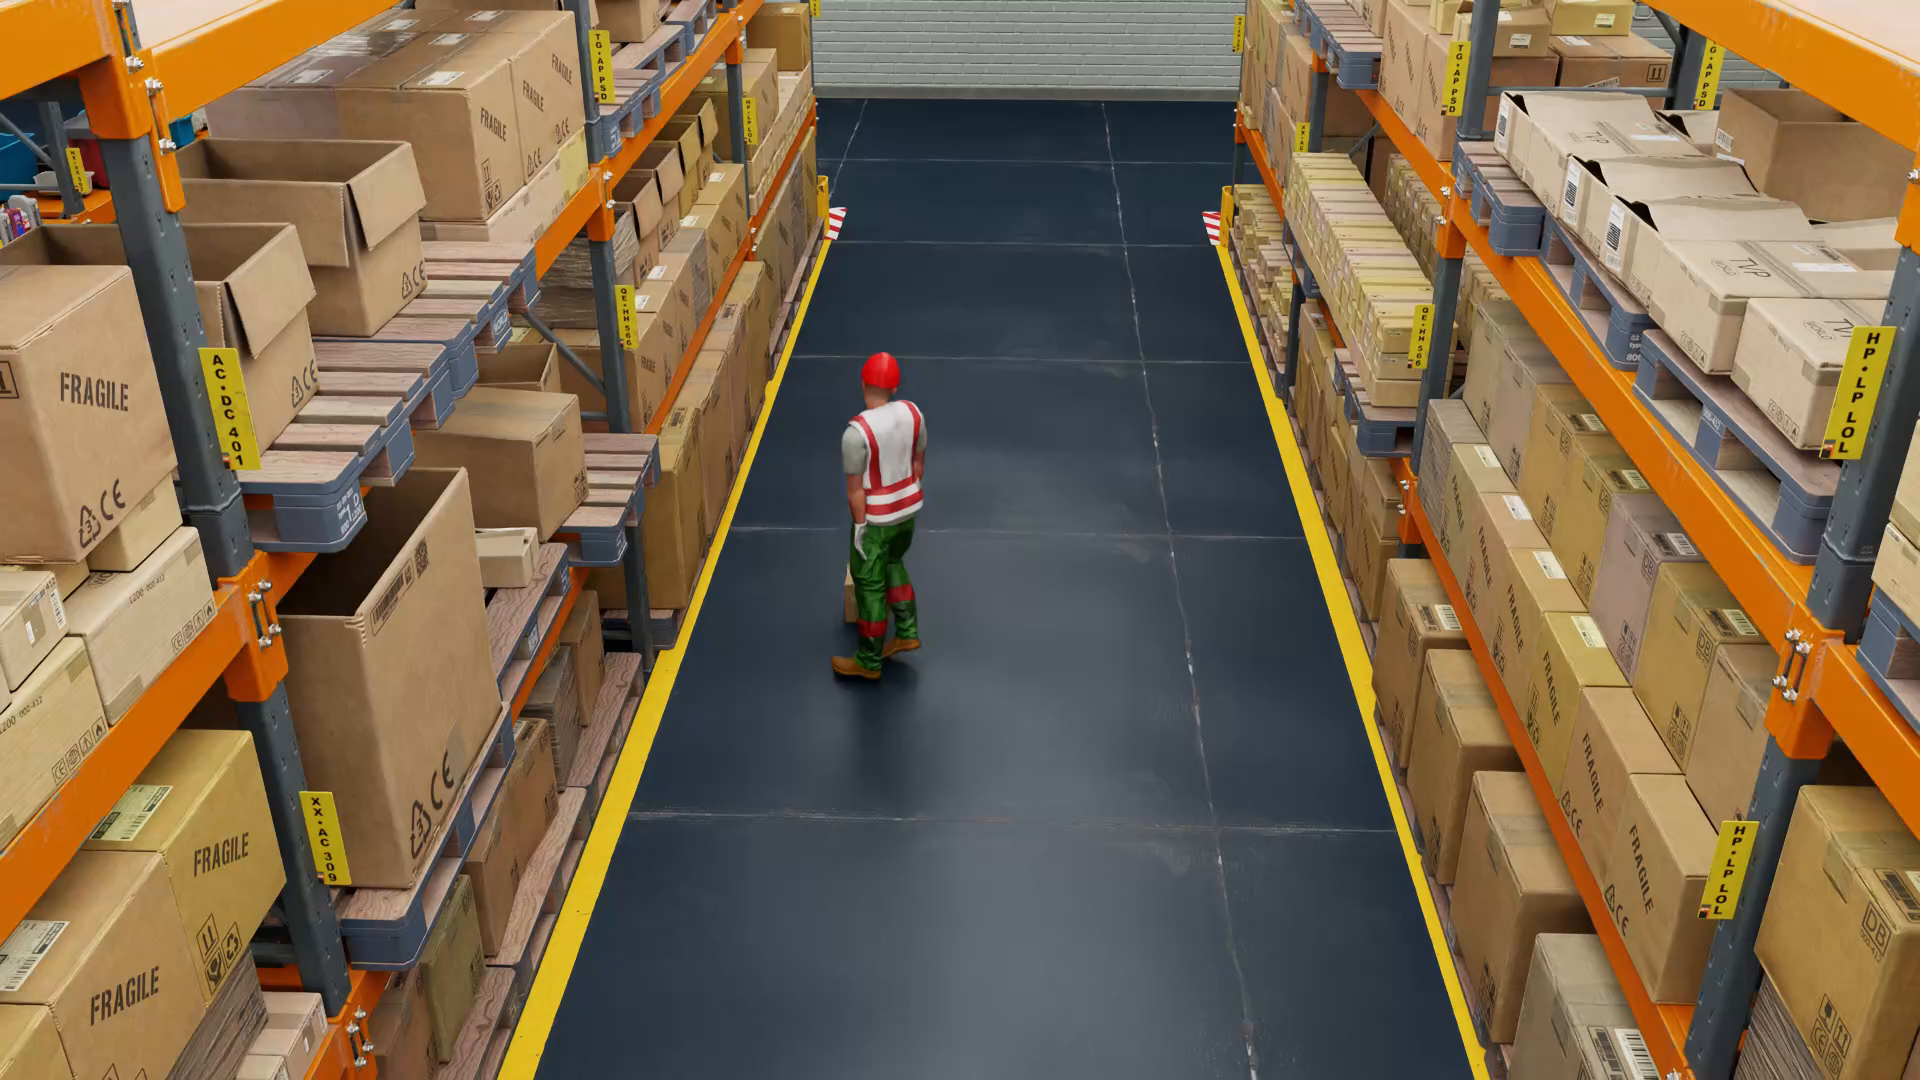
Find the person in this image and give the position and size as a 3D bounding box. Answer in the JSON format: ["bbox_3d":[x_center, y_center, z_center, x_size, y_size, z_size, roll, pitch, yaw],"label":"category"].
[{"bbox_3d":[-0.424,-0.133,8.788,0.587,1.779,0.379,-24,36,-37],"label":"person"}]
